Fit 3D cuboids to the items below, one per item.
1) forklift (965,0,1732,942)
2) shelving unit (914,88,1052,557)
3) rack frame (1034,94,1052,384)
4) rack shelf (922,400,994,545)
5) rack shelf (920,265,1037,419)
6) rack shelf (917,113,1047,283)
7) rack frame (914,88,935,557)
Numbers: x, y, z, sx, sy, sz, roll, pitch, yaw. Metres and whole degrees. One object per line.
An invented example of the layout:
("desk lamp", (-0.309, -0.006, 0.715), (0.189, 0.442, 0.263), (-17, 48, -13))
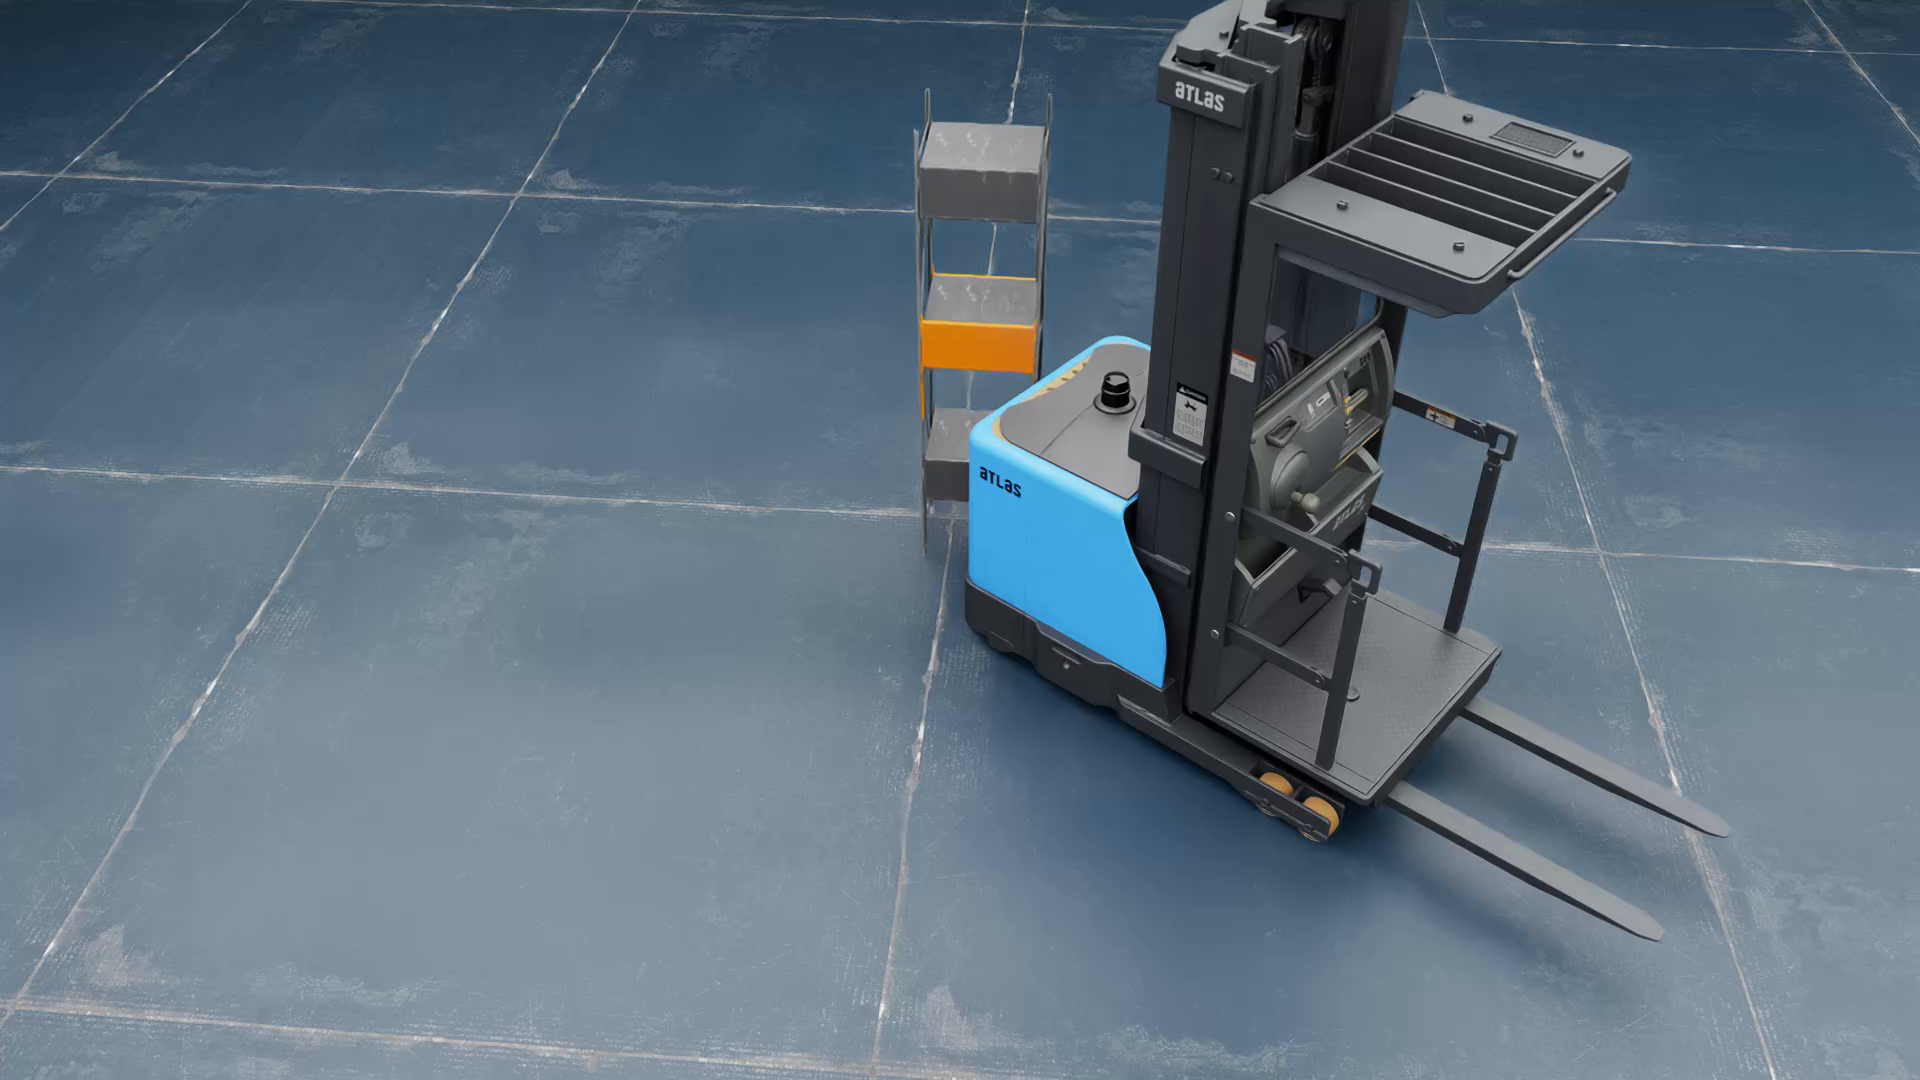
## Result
("forklift", (1.468, -0.369, 5.882), (3.031, 2.935, 1.130), (28, 47, 30))
("shelving unit", (0.095, -0.847, 7.127), (0.503, 2.100, 0.431), (4, 39, 4))
("rack frame", (0.337, -0.832, 7.108), (0.015, 2.100, 0.400), (4, 39, 4))
("rack shelf", (0.095, -0.294, 7.578), (0.480, 0.518, 0.431), (4, 39, 4))
("rack shelf", (0.095, -0.836, 7.136), (0.480, 0.518, 0.431), (4, 39, 4))
("rack shelf", (0.095, -1.379, 6.694), (0.480, 0.518, 0.431), (4, 39, 4))
("rack frame", (-0.148, -0.863, 7.146), (0.015, 2.100, 0.400), (4, 39, 4))
